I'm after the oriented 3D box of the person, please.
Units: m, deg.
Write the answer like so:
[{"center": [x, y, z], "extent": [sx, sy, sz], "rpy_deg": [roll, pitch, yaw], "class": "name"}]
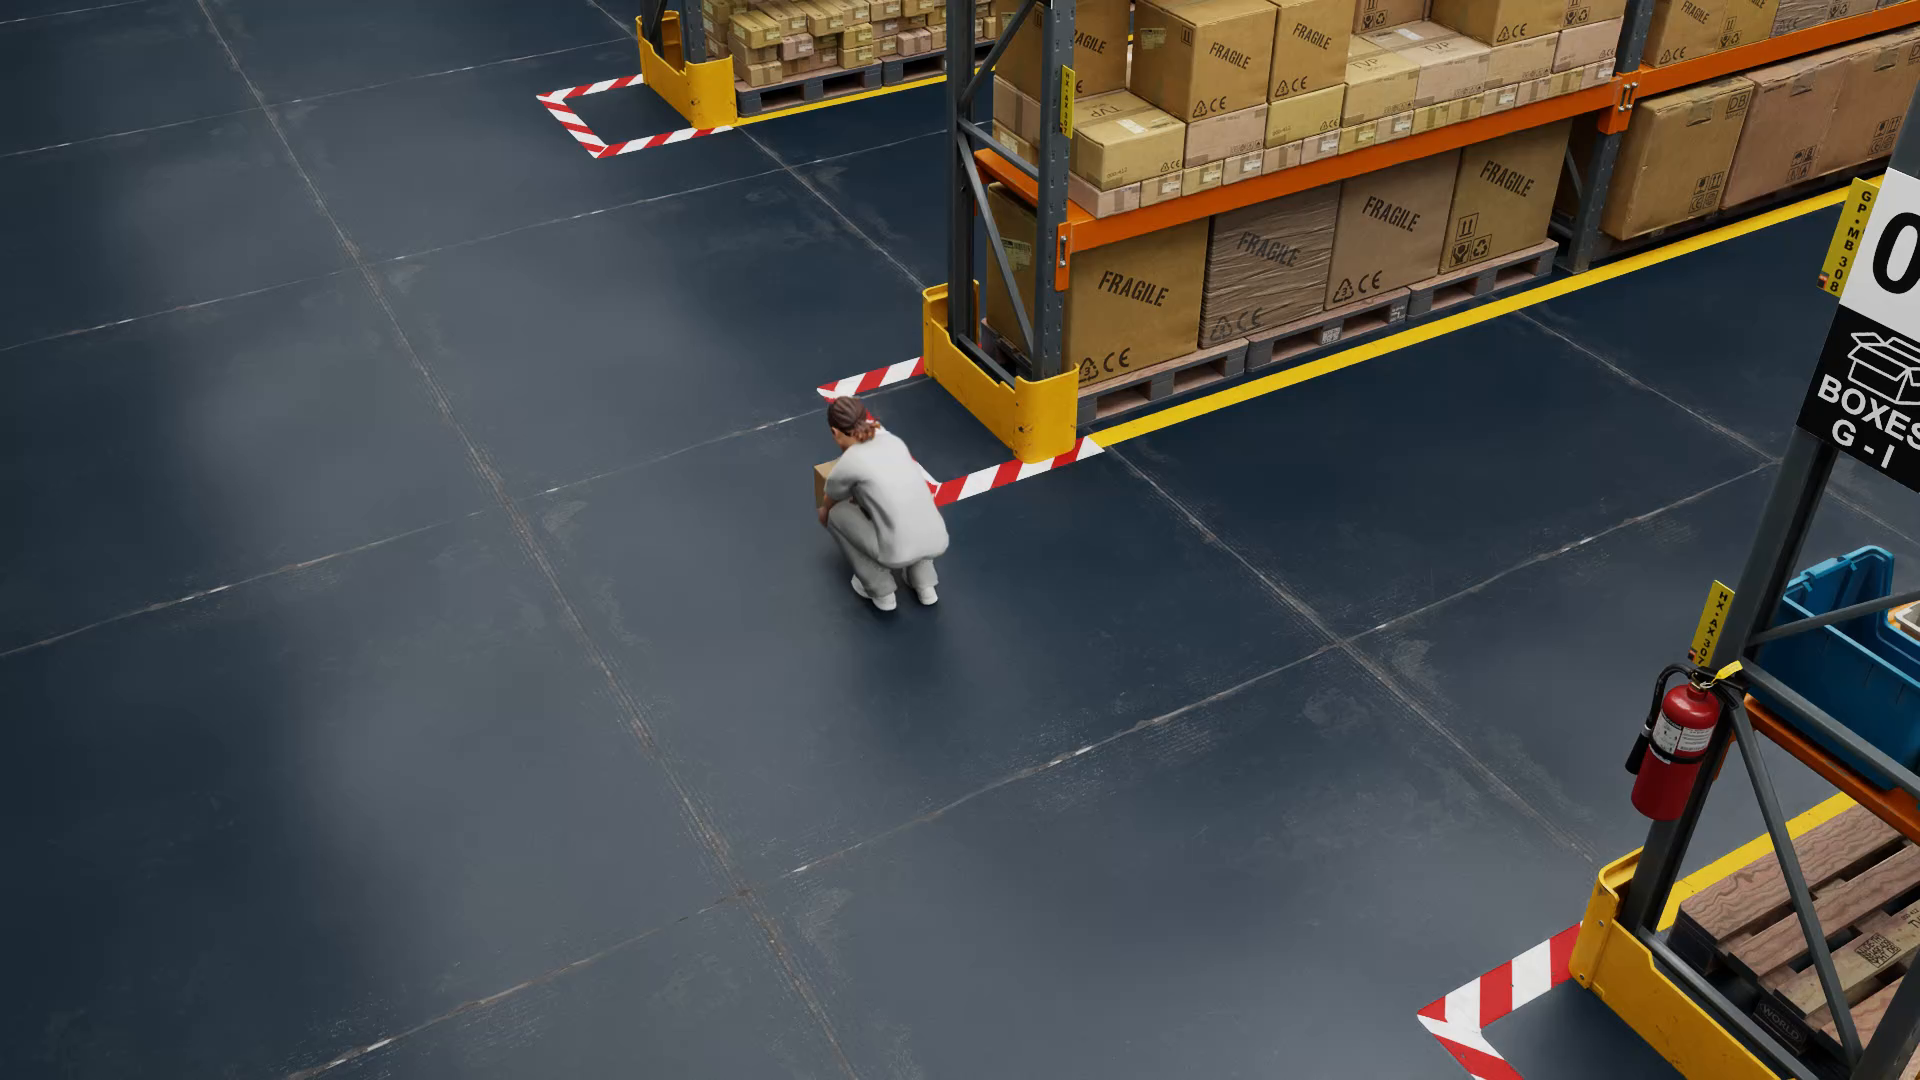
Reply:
[{"center": [-0.378, -0.181, 7.781], "extent": [0.469, 0.949, 0.803], "rpy_deg": [-20, 41, -24], "class": "person"}]
